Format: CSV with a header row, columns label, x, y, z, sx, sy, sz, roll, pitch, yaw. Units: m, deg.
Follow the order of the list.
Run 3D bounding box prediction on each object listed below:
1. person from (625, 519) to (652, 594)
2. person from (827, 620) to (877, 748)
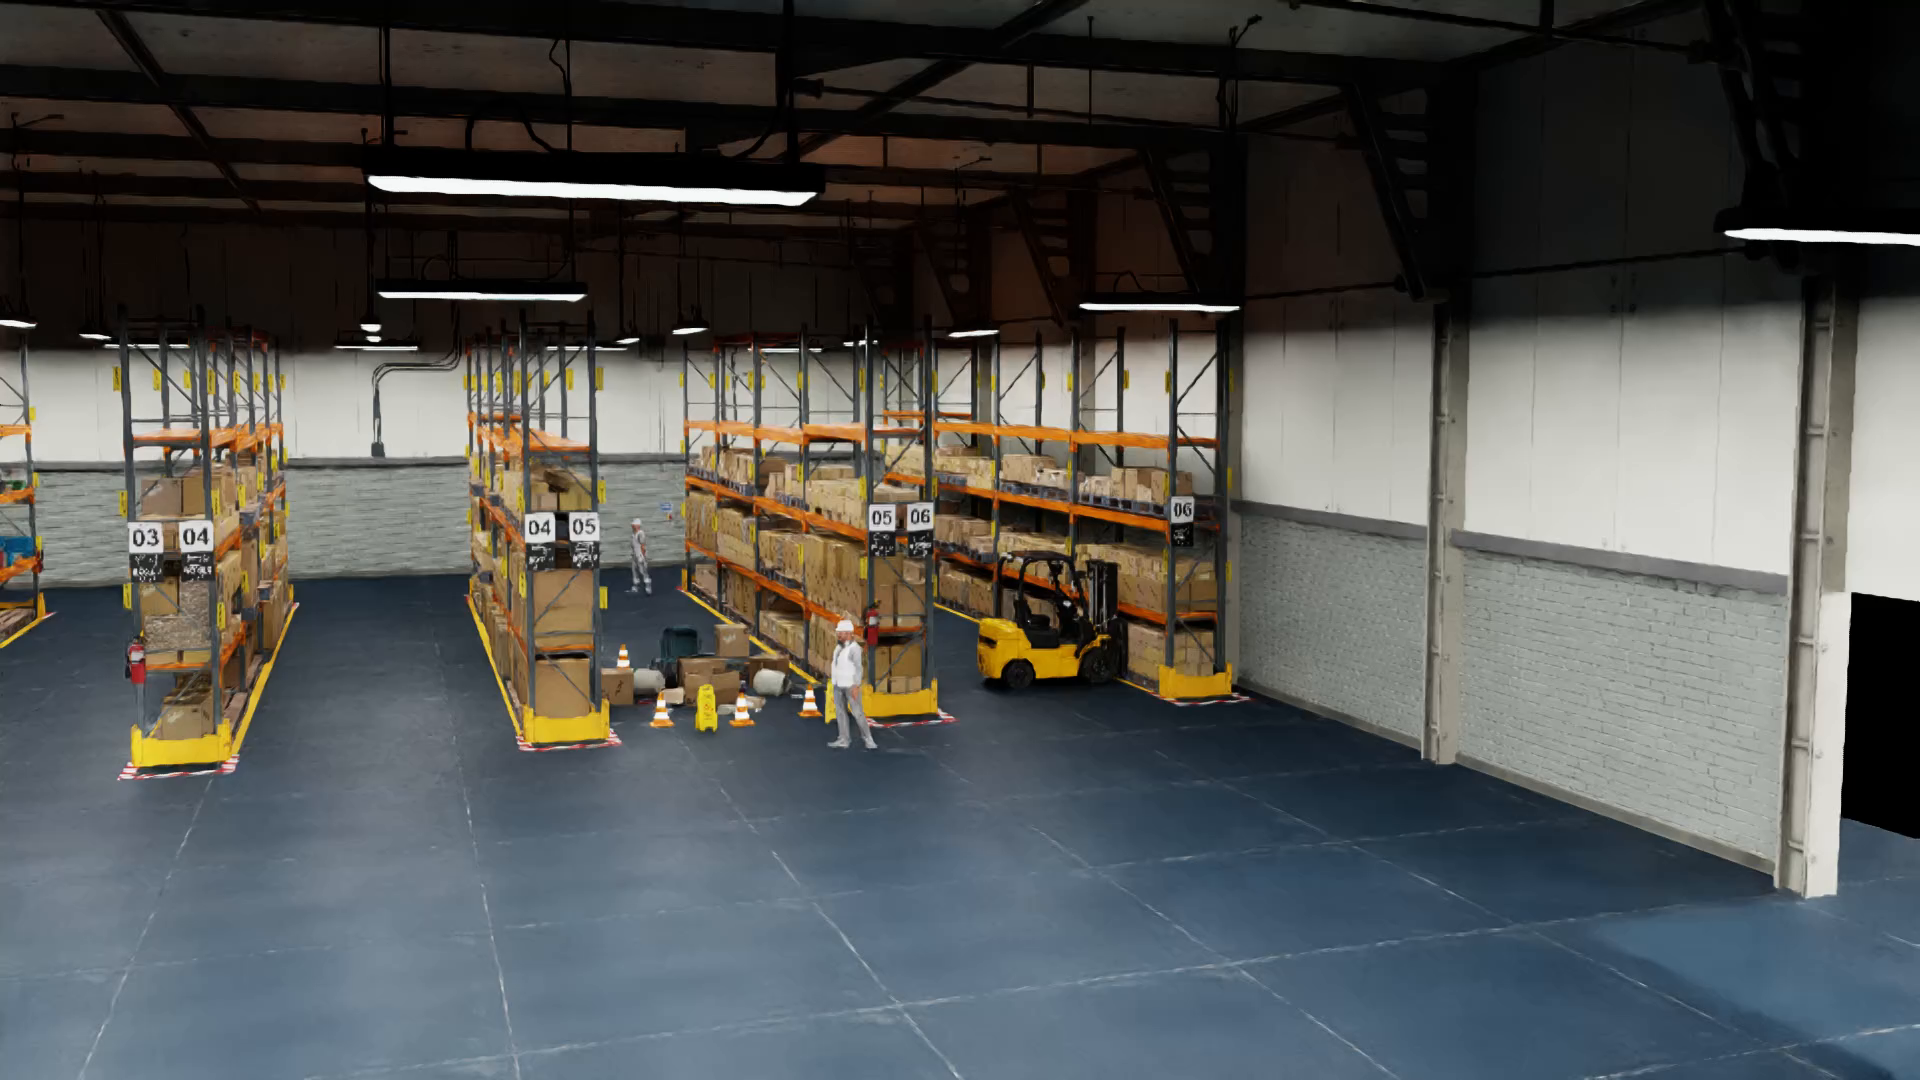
label,x,y,z,sx,sy,sz,roll,pitch,yaw
person,-7.591,0.387,39.280,0.524,1.790,0.651,-4,7,-33
person,-1.470,1.974,22.748,0.719,1.769,0.469,5,7,44
